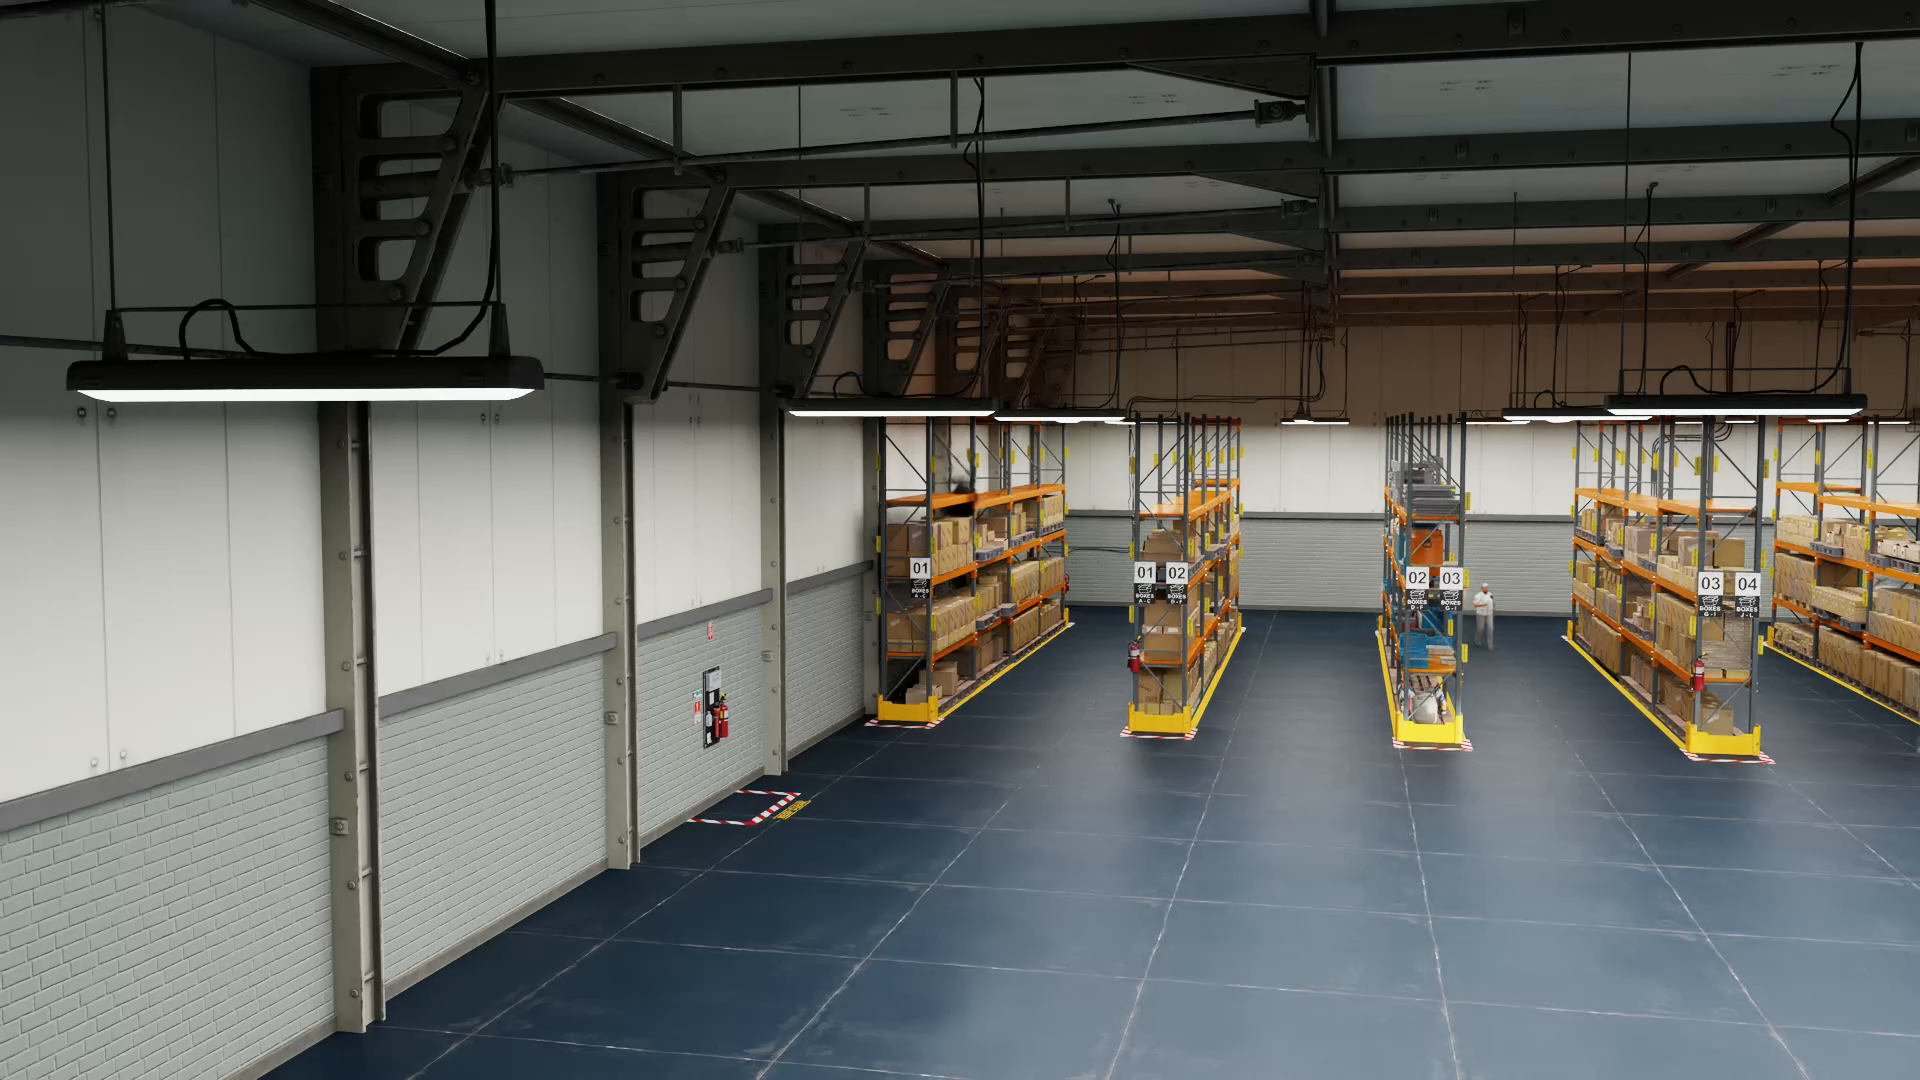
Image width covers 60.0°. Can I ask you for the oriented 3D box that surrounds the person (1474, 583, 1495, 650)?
[{"bbox_3d":[13.597,1.959,43.112,0.598,1.691,0.874,0,4,-2],"label":"person"}]

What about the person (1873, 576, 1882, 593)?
[{"bbox_3d":[24.437,1.854,44.257,0.939,1.797,0.672,1,4,12],"label":"person"}]
